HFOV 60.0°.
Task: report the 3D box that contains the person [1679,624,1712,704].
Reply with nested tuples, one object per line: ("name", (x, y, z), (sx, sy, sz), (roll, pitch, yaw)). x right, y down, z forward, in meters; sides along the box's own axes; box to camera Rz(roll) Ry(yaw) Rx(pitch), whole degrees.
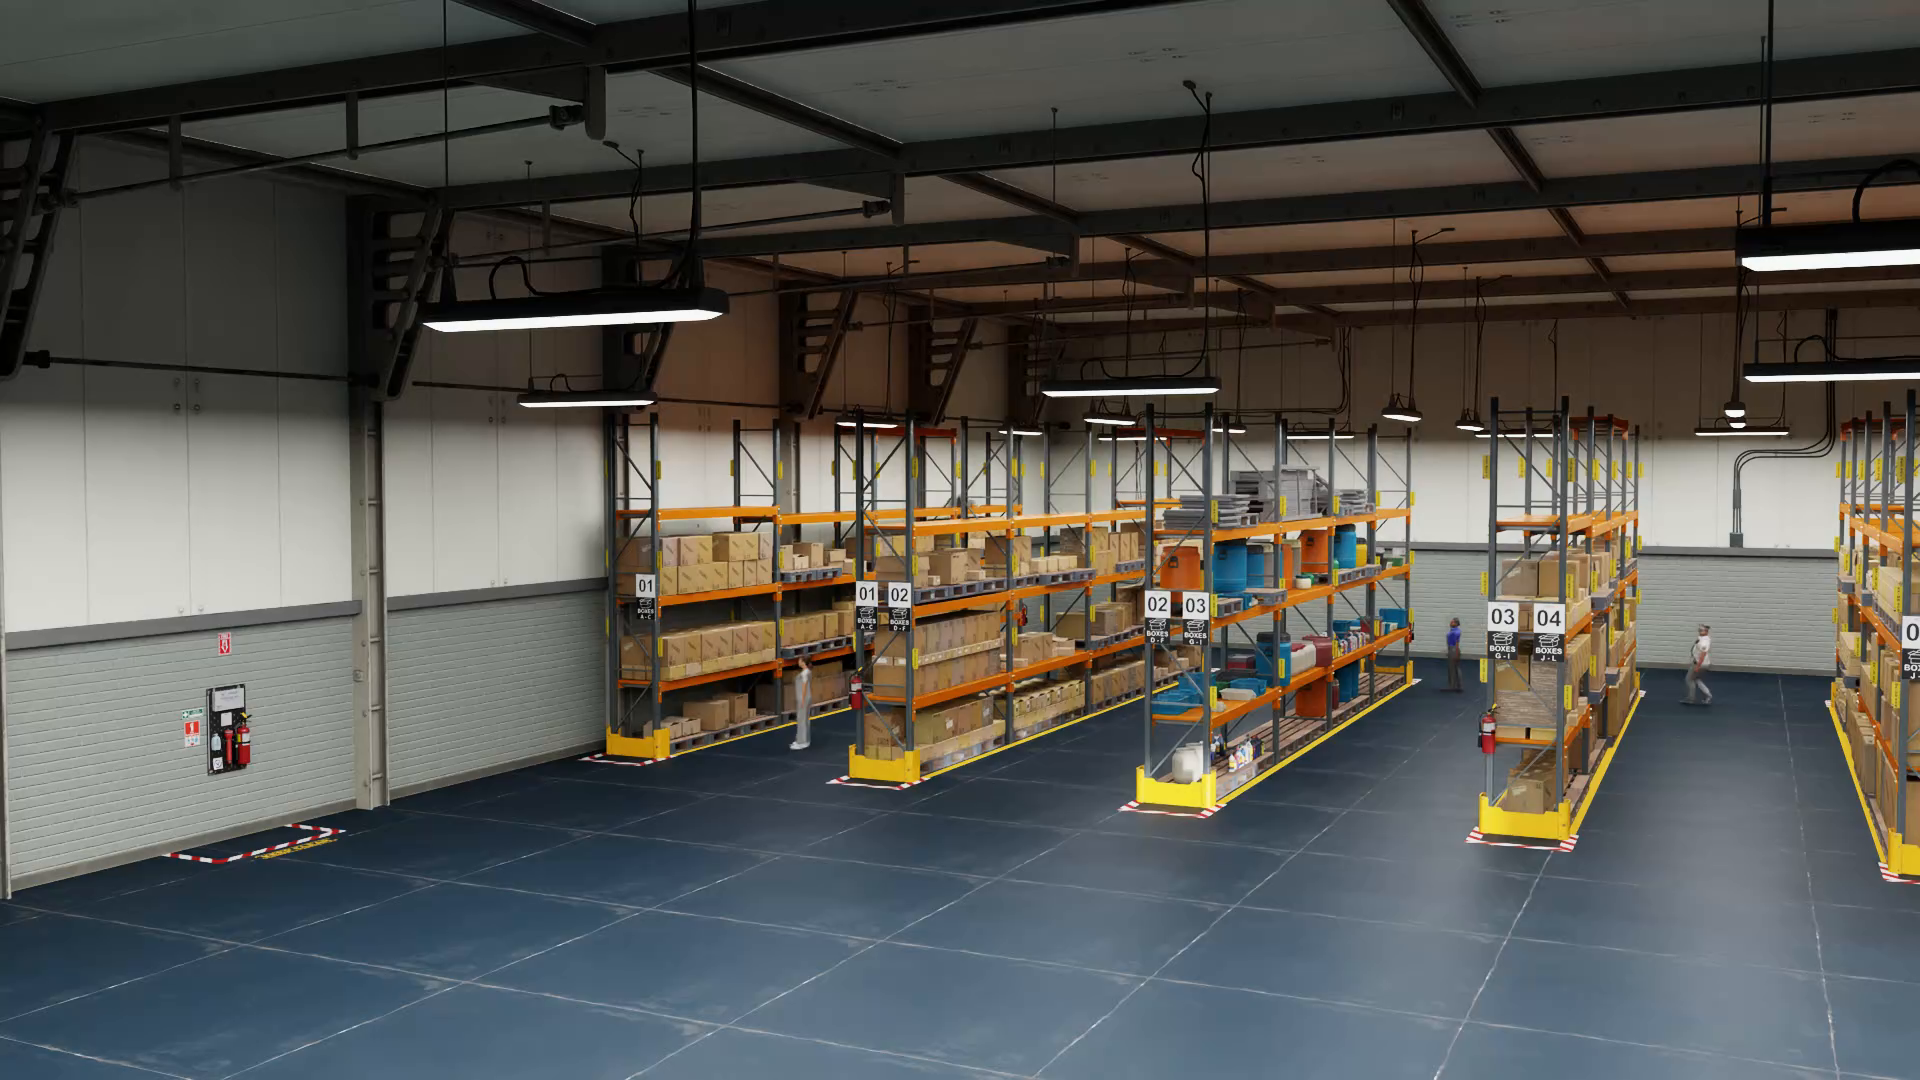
("person", (15.745, 2.662, 35.609), (0.629, 1.762, 0.559), (2, 3, 36))

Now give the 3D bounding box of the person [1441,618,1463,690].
("person", (11.219, 2.588, 37.843), (0.462, 1.649, 0.466), (1, 3, 26))

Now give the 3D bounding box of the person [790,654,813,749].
("person", (-2.850, 2.904, 30.015), (0.406, 1.688, 0.474), (0, 2, 2))
